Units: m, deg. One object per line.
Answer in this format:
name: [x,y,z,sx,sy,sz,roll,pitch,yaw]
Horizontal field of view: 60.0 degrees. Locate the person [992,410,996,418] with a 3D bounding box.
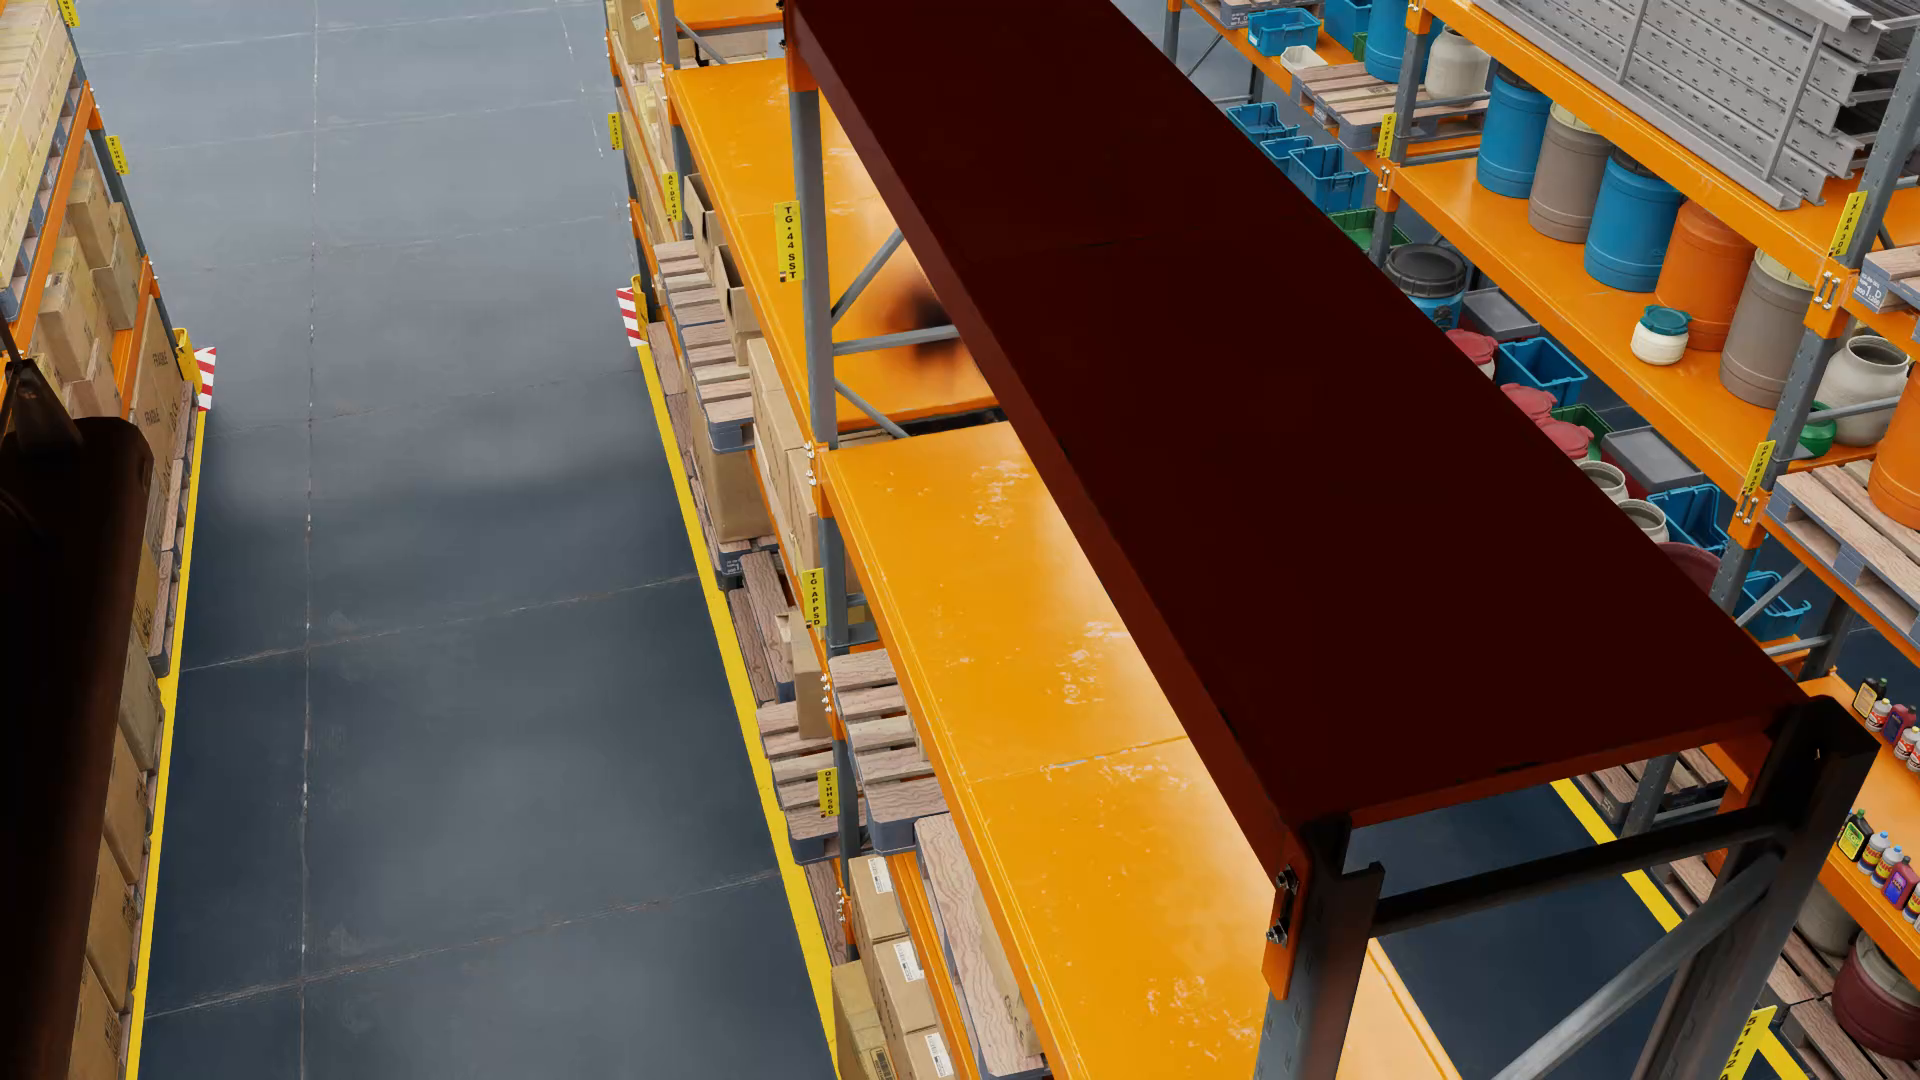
person: [0.260,-1.263,13.017,0.663,1.747,0.780,-18,42,-21]
